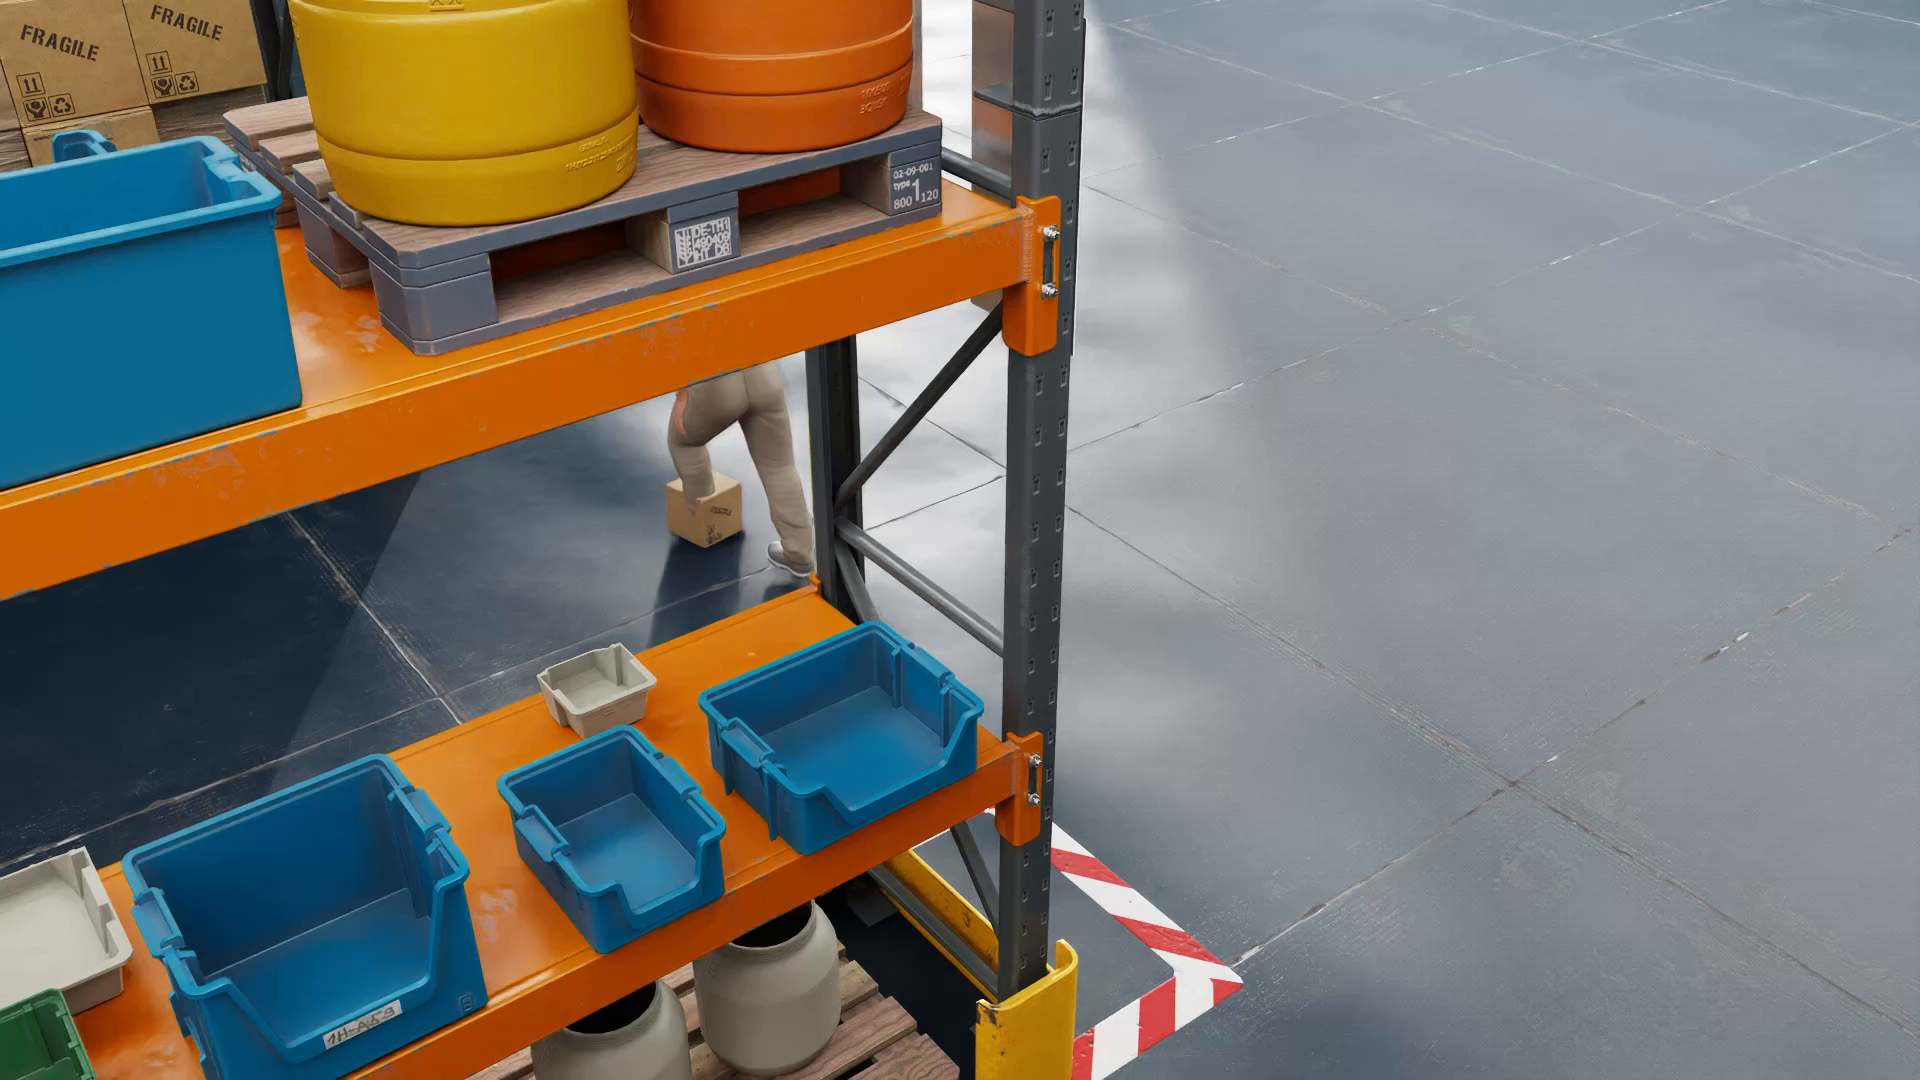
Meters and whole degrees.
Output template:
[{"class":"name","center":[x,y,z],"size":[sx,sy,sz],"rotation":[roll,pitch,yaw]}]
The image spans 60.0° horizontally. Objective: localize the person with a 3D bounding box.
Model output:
[{"class":"person","center":[-1.011,-0.678,7.291],"size":[0.678,1.649,0.921],"rotation":[-18,36,-26]}]
